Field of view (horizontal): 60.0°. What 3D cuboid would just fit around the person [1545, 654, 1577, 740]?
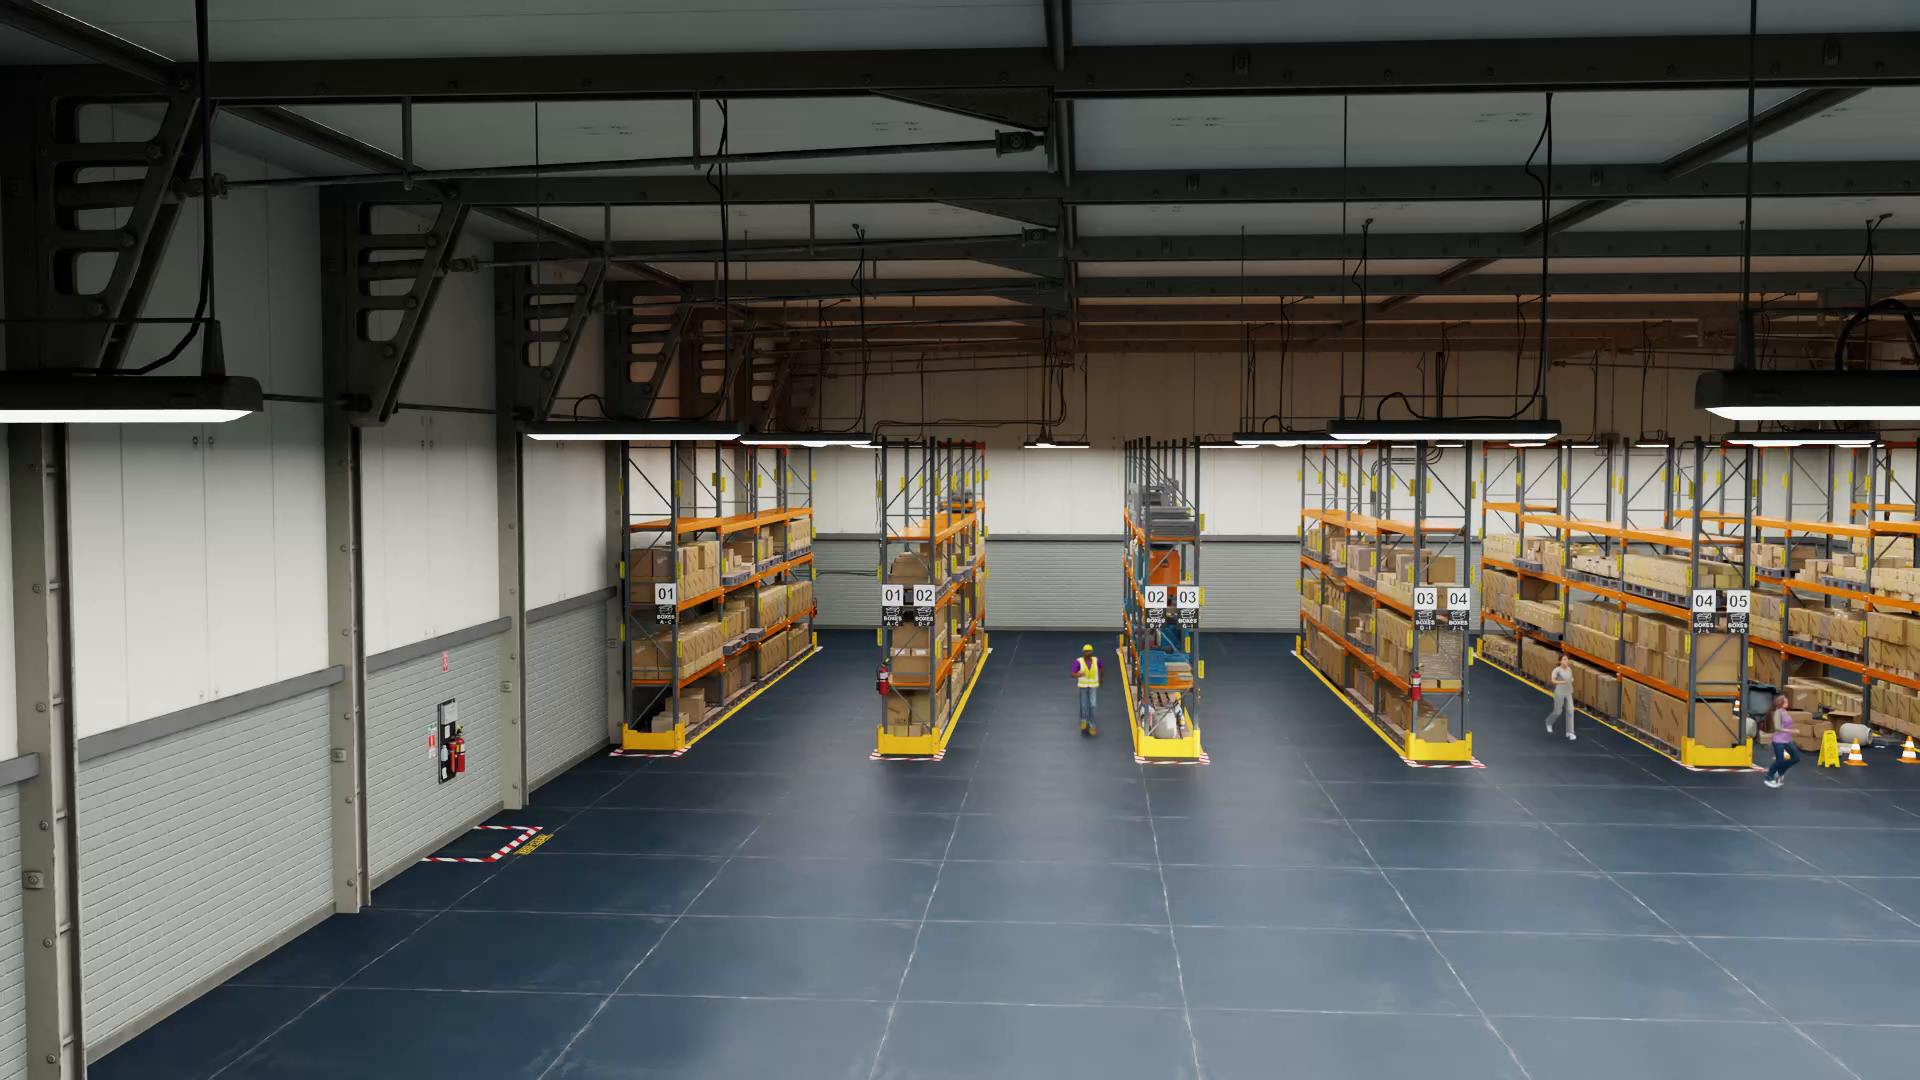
[{"bbox_3d":[11.997,3.088,33.126,0.597,1.658,0.936,-1,3,-15],"label":"person"}]

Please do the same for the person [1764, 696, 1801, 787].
[{"bbox_3d":[13.957,3.424,28.170,0.515,1.551,0.607,-2,4,-37],"label":"person"}]

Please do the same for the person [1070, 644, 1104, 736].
[{"bbox_3d":[2.582,3.031,33.764,0.689,1.839,0.810,0,3,1],"label":"person"}]

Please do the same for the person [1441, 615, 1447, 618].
[{"bbox_3d":[13.092,2.497,44.455,0.672,1.788,0.925,1,3,12],"label":"person"}]
